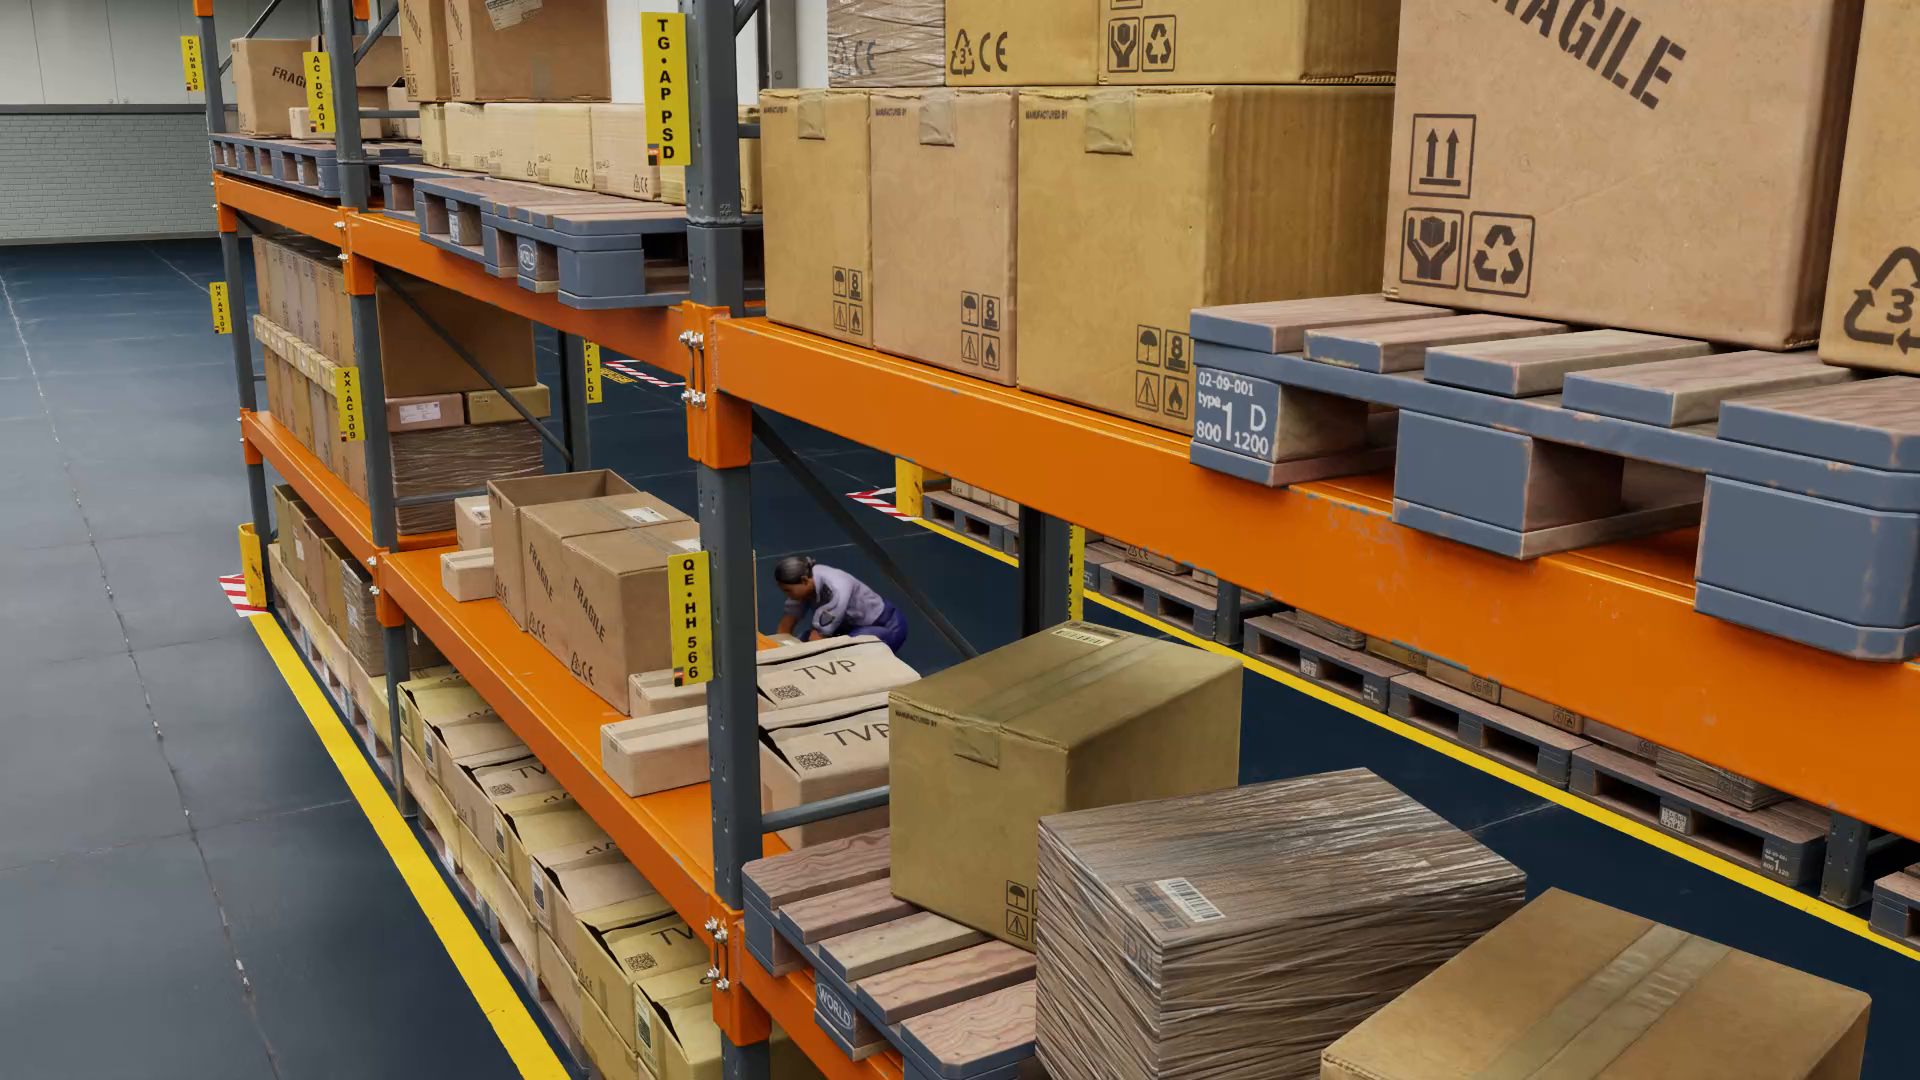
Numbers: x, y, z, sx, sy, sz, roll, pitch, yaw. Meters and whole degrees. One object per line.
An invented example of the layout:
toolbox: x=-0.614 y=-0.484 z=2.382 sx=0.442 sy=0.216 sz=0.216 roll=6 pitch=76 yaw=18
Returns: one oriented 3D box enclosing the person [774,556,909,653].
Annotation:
person: x=-0.696 y=0.496 z=9.094 sx=0.854 sy=0.938 sz=0.510 roll=-9 pitch=18 yaw=-31
